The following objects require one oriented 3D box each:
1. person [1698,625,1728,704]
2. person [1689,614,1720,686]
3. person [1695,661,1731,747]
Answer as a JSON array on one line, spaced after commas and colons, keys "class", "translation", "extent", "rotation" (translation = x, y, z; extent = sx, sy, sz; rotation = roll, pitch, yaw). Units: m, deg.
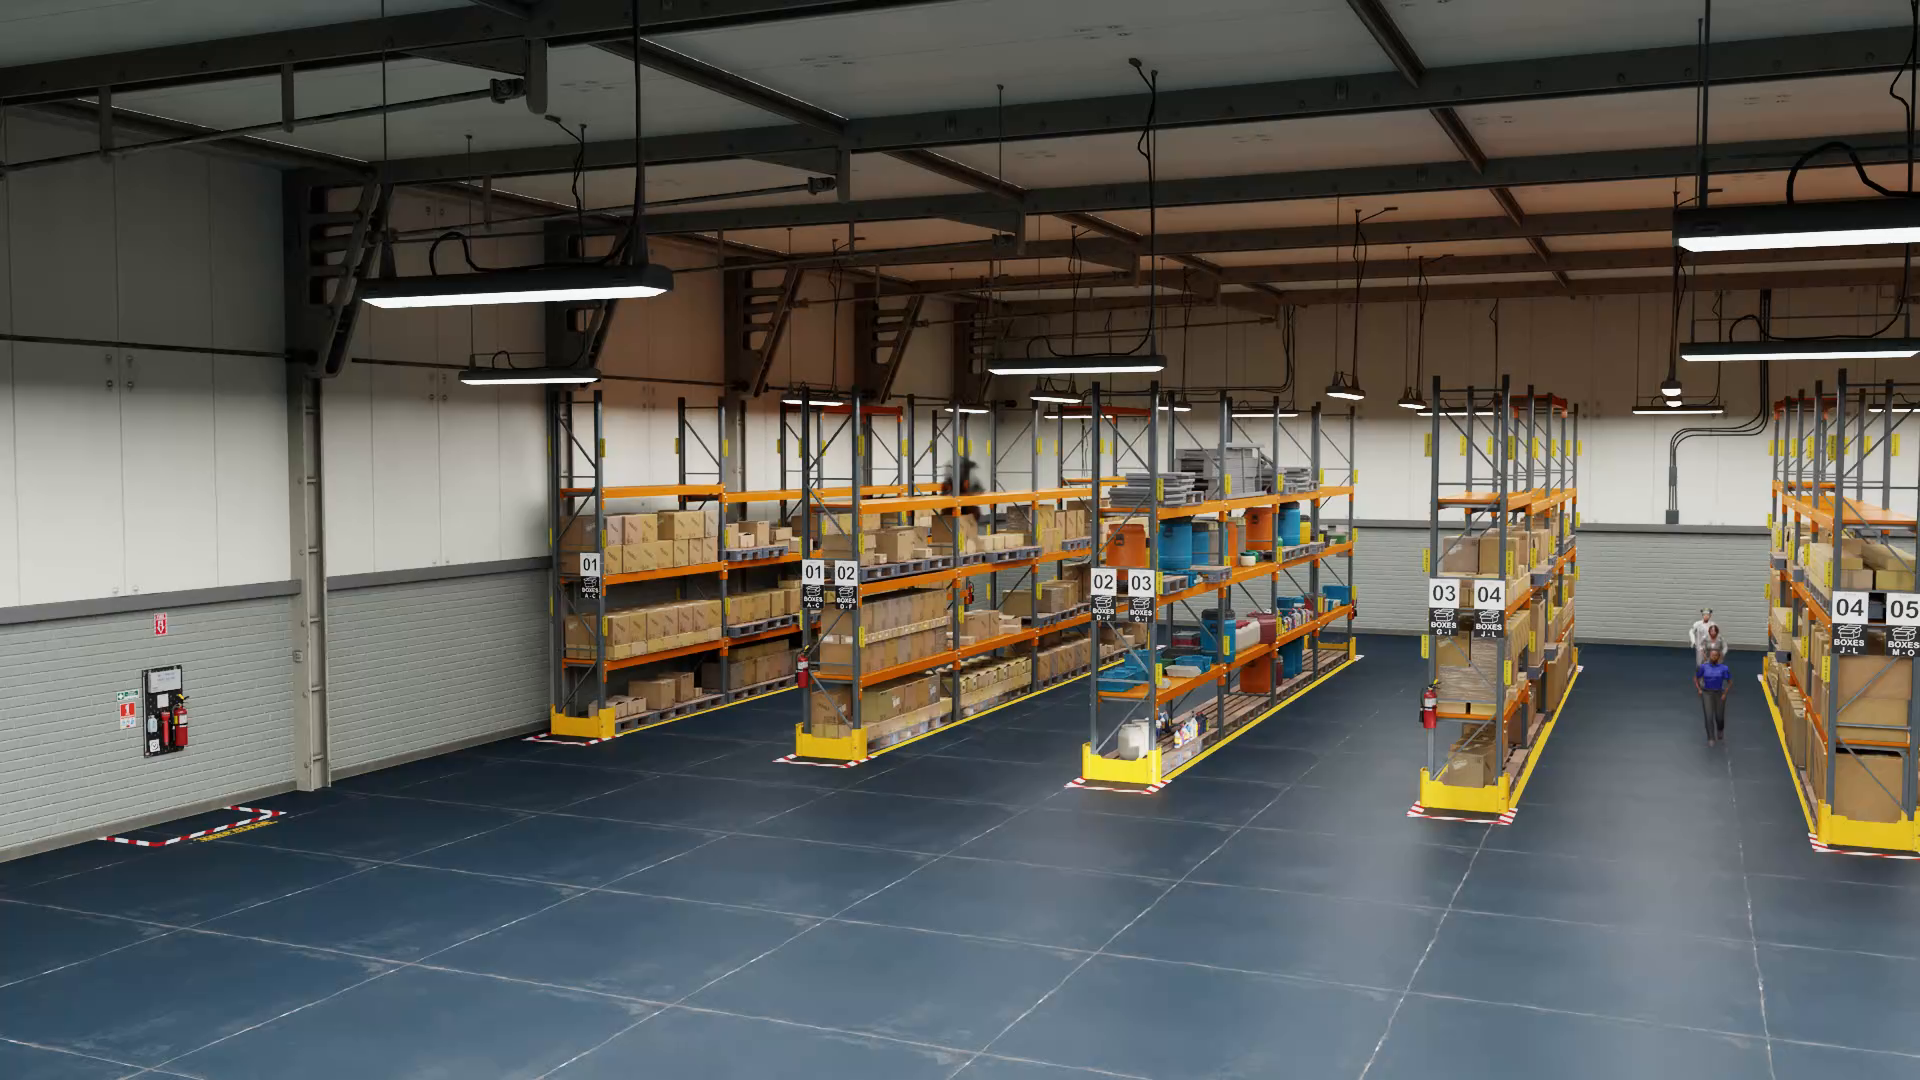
[{"class": "person", "translation": [14.895, 2.438, 32.903], "extent": [0.531, 1.578, 0.801], "rotation": [2, 4, 28]}, {"class": "person", "translation": [15.583, 2.274, 34.798], "extent": [0.598, 1.613, 0.551], "rotation": [1, 3, 23]}, {"class": "person", "translation": [12.690, 2.742, 28.049], "extent": [0.559, 1.424, 0.608], "rotation": [2, 4, 27]}]
